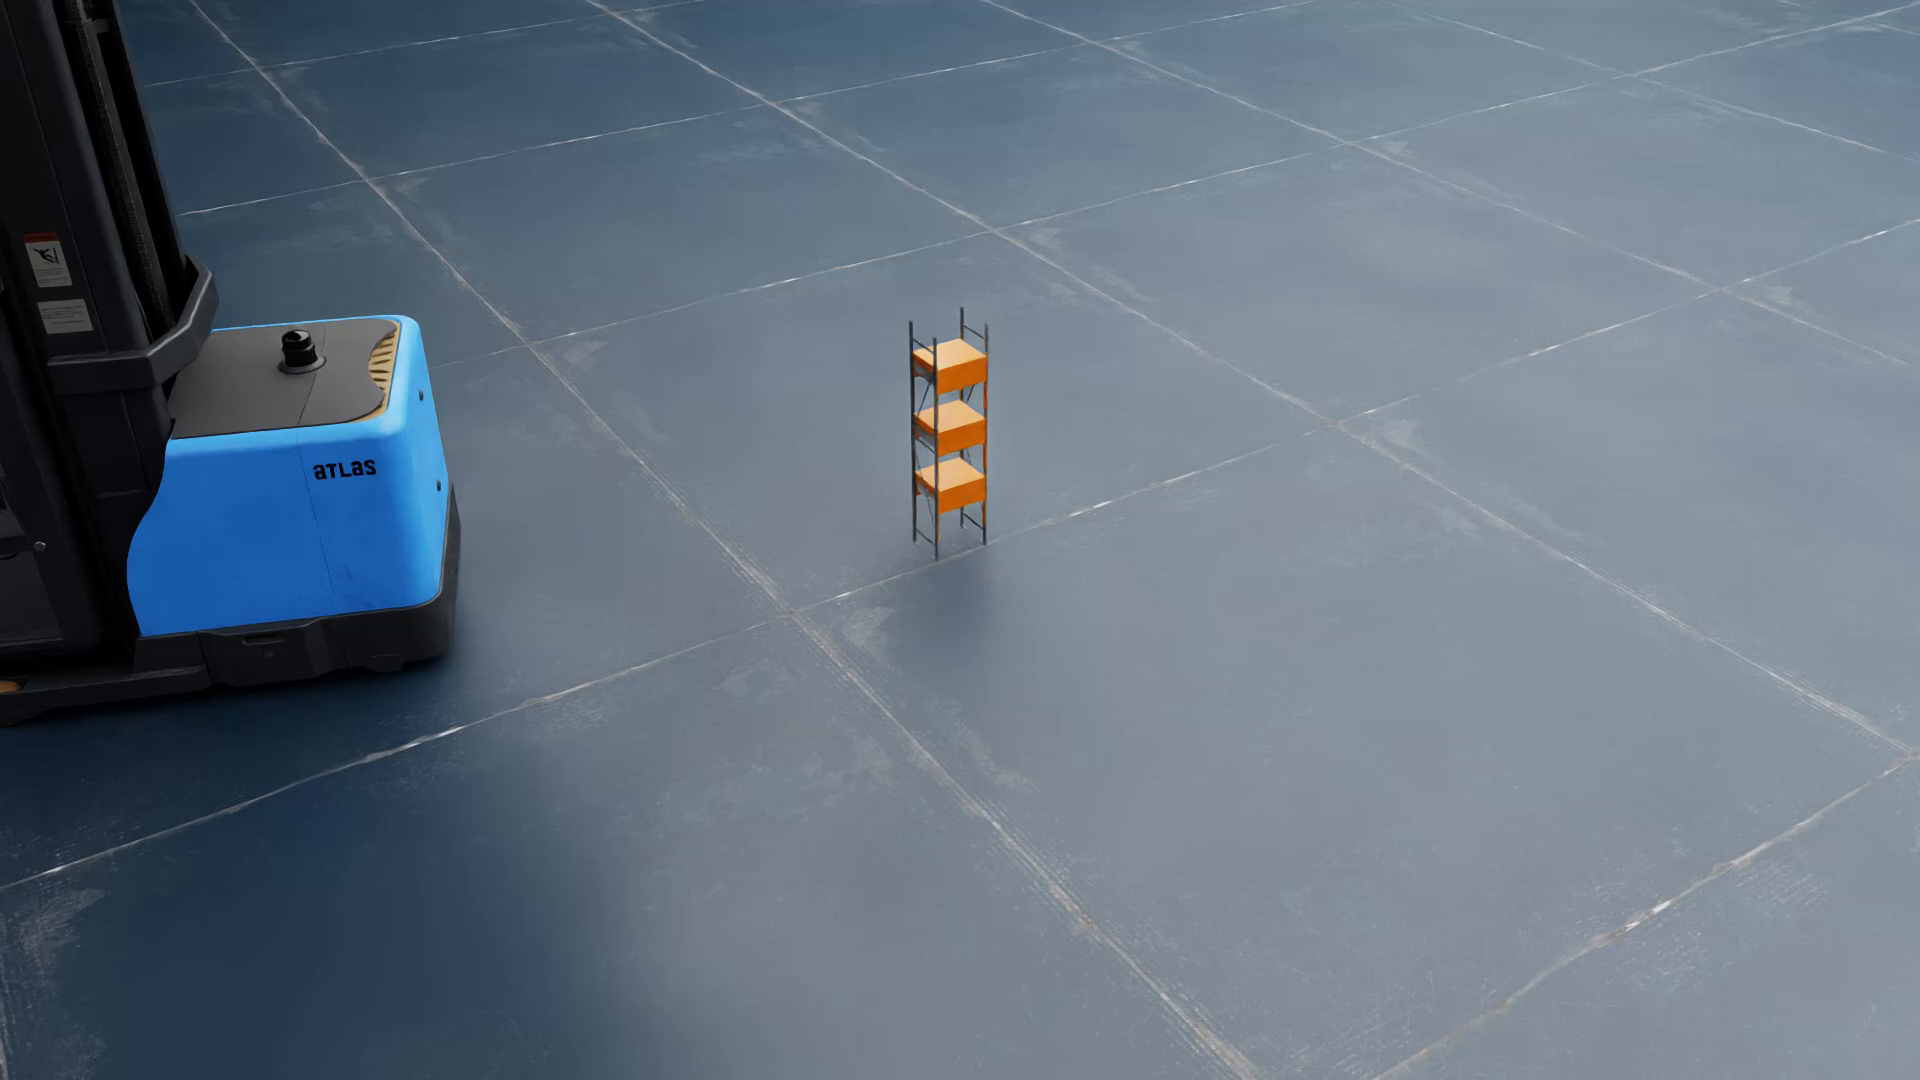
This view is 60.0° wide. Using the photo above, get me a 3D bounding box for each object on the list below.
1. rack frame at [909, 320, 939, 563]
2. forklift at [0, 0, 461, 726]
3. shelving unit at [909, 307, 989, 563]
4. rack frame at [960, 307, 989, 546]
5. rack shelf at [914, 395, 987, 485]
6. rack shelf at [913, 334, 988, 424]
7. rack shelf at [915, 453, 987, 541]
[{"bbox_3d":[-0.148,-0.393,6.889,0.008,1.050,0.200,-19,37,-27],"label":"rack frame"},{"bbox_3d":[-3.552,-0.838,5.831,3.031,2.935,1.130,-6,33,-10],"label":"forklift"},{"bbox_3d":[-0.045,-0.429,6.945,0.252,1.050,0.215,-19,37,-27],"label":"shelving unit"},{"bbox_3d":[0.058,-0.464,7.001,0.008,1.050,0.200,-19,37,-27],"label":"rack frame"},{"bbox_3d":[-0.045,-0.420,6.951,0.240,0.259,0.215,-19,37,-27],"label":"rack shelf"},{"bbox_3d":[-0.045,-0.660,6.800,0.240,0.259,0.215,-19,37,-27],"label":"rack shelf"},{"bbox_3d":[-0.045,-0.185,7.099,0.240,0.259,0.215,-19,37,-27],"label":"rack shelf"}]
